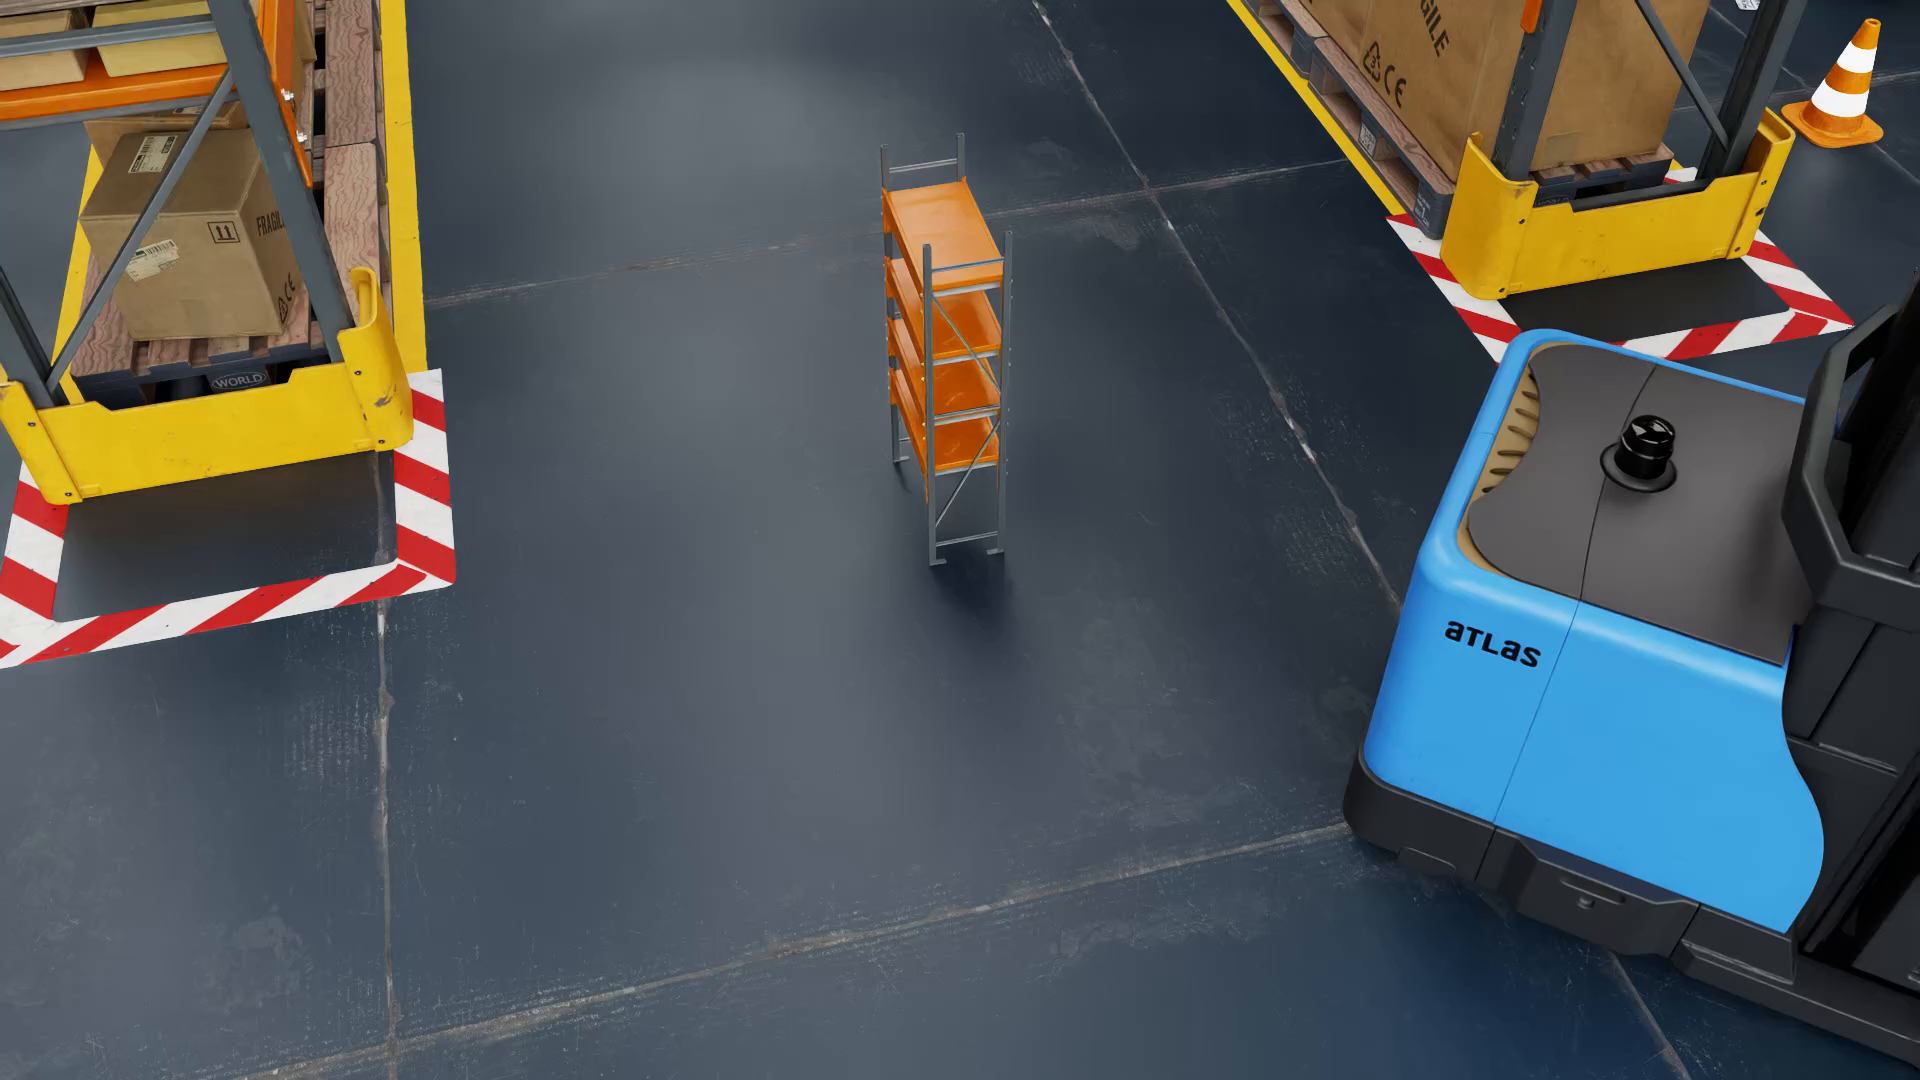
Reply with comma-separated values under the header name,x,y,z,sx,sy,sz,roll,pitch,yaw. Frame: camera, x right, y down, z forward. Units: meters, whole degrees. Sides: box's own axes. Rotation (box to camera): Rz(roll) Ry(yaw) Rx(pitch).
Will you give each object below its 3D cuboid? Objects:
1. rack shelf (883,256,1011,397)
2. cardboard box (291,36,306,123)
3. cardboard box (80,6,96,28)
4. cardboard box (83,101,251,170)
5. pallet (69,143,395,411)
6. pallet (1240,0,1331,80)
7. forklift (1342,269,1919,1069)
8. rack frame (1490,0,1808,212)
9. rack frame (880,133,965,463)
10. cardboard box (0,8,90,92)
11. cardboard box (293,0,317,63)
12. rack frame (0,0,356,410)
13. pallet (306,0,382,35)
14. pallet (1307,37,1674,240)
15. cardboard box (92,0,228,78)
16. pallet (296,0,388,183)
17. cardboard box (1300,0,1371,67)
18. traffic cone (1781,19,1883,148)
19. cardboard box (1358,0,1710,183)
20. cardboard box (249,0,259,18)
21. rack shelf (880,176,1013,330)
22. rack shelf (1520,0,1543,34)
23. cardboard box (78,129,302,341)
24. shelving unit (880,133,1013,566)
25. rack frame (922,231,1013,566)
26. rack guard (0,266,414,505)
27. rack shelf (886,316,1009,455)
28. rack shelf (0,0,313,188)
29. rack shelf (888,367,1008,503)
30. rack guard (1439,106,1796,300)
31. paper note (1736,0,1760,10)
name,x,y,z,sx,sy,sz,roll,pitch,yaw
rack shelf,-0.042,-0.644,4.822,0.258,0.148,0.480,-11,47,-10
cardboard box,-2.887,-1.874,6.443,0.500,0.500,0.500,-7,46,-7
cardboard box,-2.751,-1.570,4.864,0.380,0.149,0.250,-11,47,-10
cardboard box,-2.745,-1.438,6.016,0.500,0.500,0.500,0,46,0
pallet,-2.609,-0.970,6.052,1.003,0.211,1.213,-11,47,-10
pallet,1.816,-2.565,7.616,1.003,0.211,1.213,-11,47,-10
forklift,2.573,-0.063,3.259,3.031,2.935,1.130,20,49,18
rack frame,2.405,-2.163,5.269,1.000,3.000,0.127,-11,47,-10
rack frame,-0.105,-0.703,5.099,0.240,1.200,0.015,-11,47,-10
cardboard box,-2.688,-1.397,4.695,0.380,0.149,0.250,-11,47,-10
cardboard box,-2.987,-2.268,6.828,0.500,0.500,0.500,-15,47,-14
rack frame,-2.415,-1.326,4.449,1.000,3.000,0.127,-11,47,-10
pallet,-3.233,-2.654,7.703,1.003,0.211,1.213,-11,47,-10
pallet,2.125,-1.724,6.792,1.003,0.211,1.213,-11,47,-10
cardboard box,-2.258,-1.478,4.774,0.380,0.149,0.250,-11,47,-10
pallet,-2.917,-1.810,6.876,1.003,0.211,1.213,-11,47,-10
cardboard box,1.941,-2.629,6.920,0.875,0.875,0.875,-11,47,-11
traffic cone,3.642,-1.901,6.789,0.336,0.463,0.334,-11,47,-10
cardboard box,2.168,-2.022,6.325,0.875,0.875,0.875,-10,47,-10
cardboard box,-2.303,-1.654,4.947,0.380,0.149,0.250,-11,47,-10
rack shelf,-0.042,-0.809,4.653,0.258,0.148,0.480,-11,47,-10
rack shelf,1.893,-3.292,6.880,1.077,0.370,4.000,-11,47,-10
cardboard box,-2.559,-1.032,5.617,0.500,0.500,0.500,-3,46,-3
shelving unit,-0.042,-0.534,4.933,0.258,1.200,0.503,-11,47,-10
rack frame,0.020,-0.366,4.768,0.240,1.200,0.015,-11,47,-10
rack guard,-2.435,-0.503,5.393,1.175,0.500,0.348,-11,47,-10
rack shelf,-0.042,-0.487,4.982,0.258,0.148,0.480,-11,47,-10
rack shelf,-2.927,-2.455,6.059,1.077,0.370,4.000,-11,47,-10
rack shelf,-0.042,-0.348,5.123,0.258,0.148,0.480,-11,47,-10
rack guard,2.411,-1.271,6.146,1.175,0.500,0.348,-11,47,-10
paper note,3.656,-2.487,7.667,0.144,0.017,0.142,4,46,4
